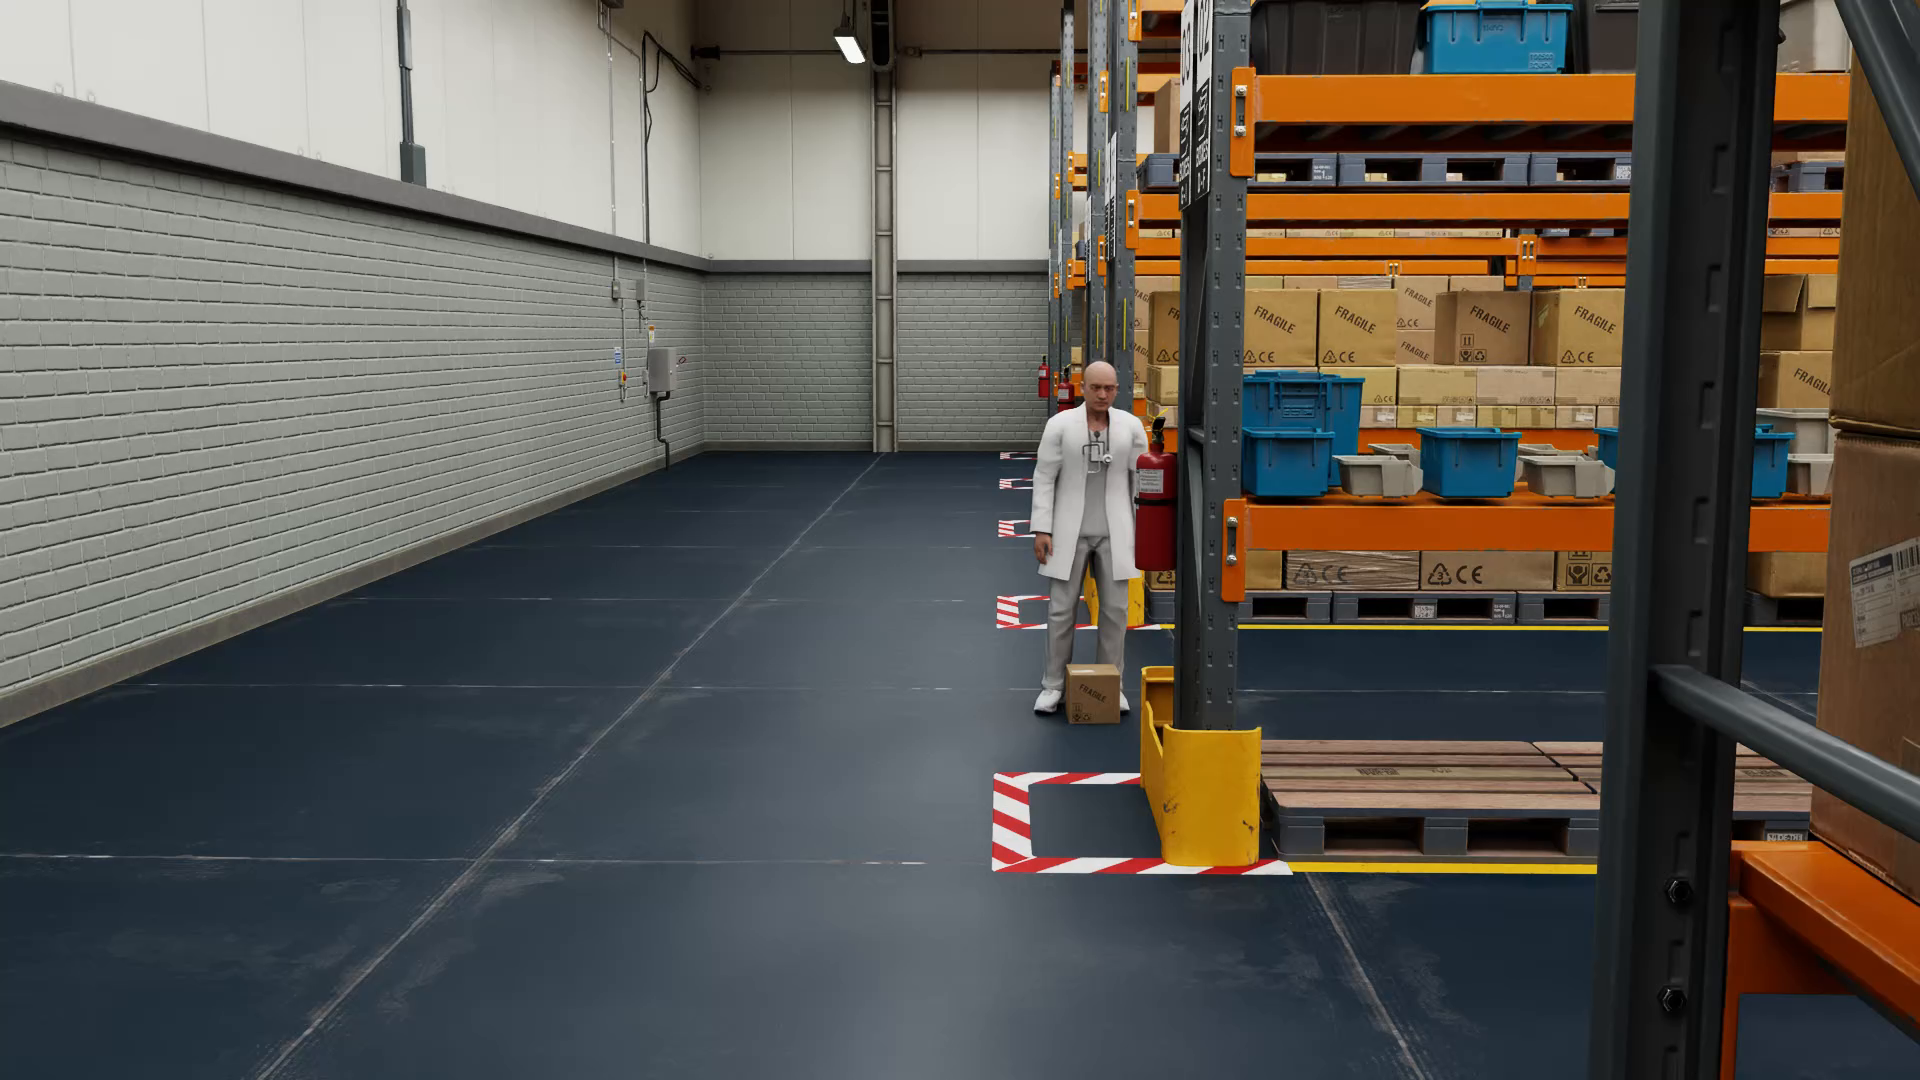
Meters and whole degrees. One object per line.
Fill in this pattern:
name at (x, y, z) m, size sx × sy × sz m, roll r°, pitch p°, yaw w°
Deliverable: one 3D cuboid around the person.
person at (0.680, -0.018, 8.469) m, size 0.654 × 1.774 × 0.422 m, roll 0°, pitch 7°, yaw -2°
